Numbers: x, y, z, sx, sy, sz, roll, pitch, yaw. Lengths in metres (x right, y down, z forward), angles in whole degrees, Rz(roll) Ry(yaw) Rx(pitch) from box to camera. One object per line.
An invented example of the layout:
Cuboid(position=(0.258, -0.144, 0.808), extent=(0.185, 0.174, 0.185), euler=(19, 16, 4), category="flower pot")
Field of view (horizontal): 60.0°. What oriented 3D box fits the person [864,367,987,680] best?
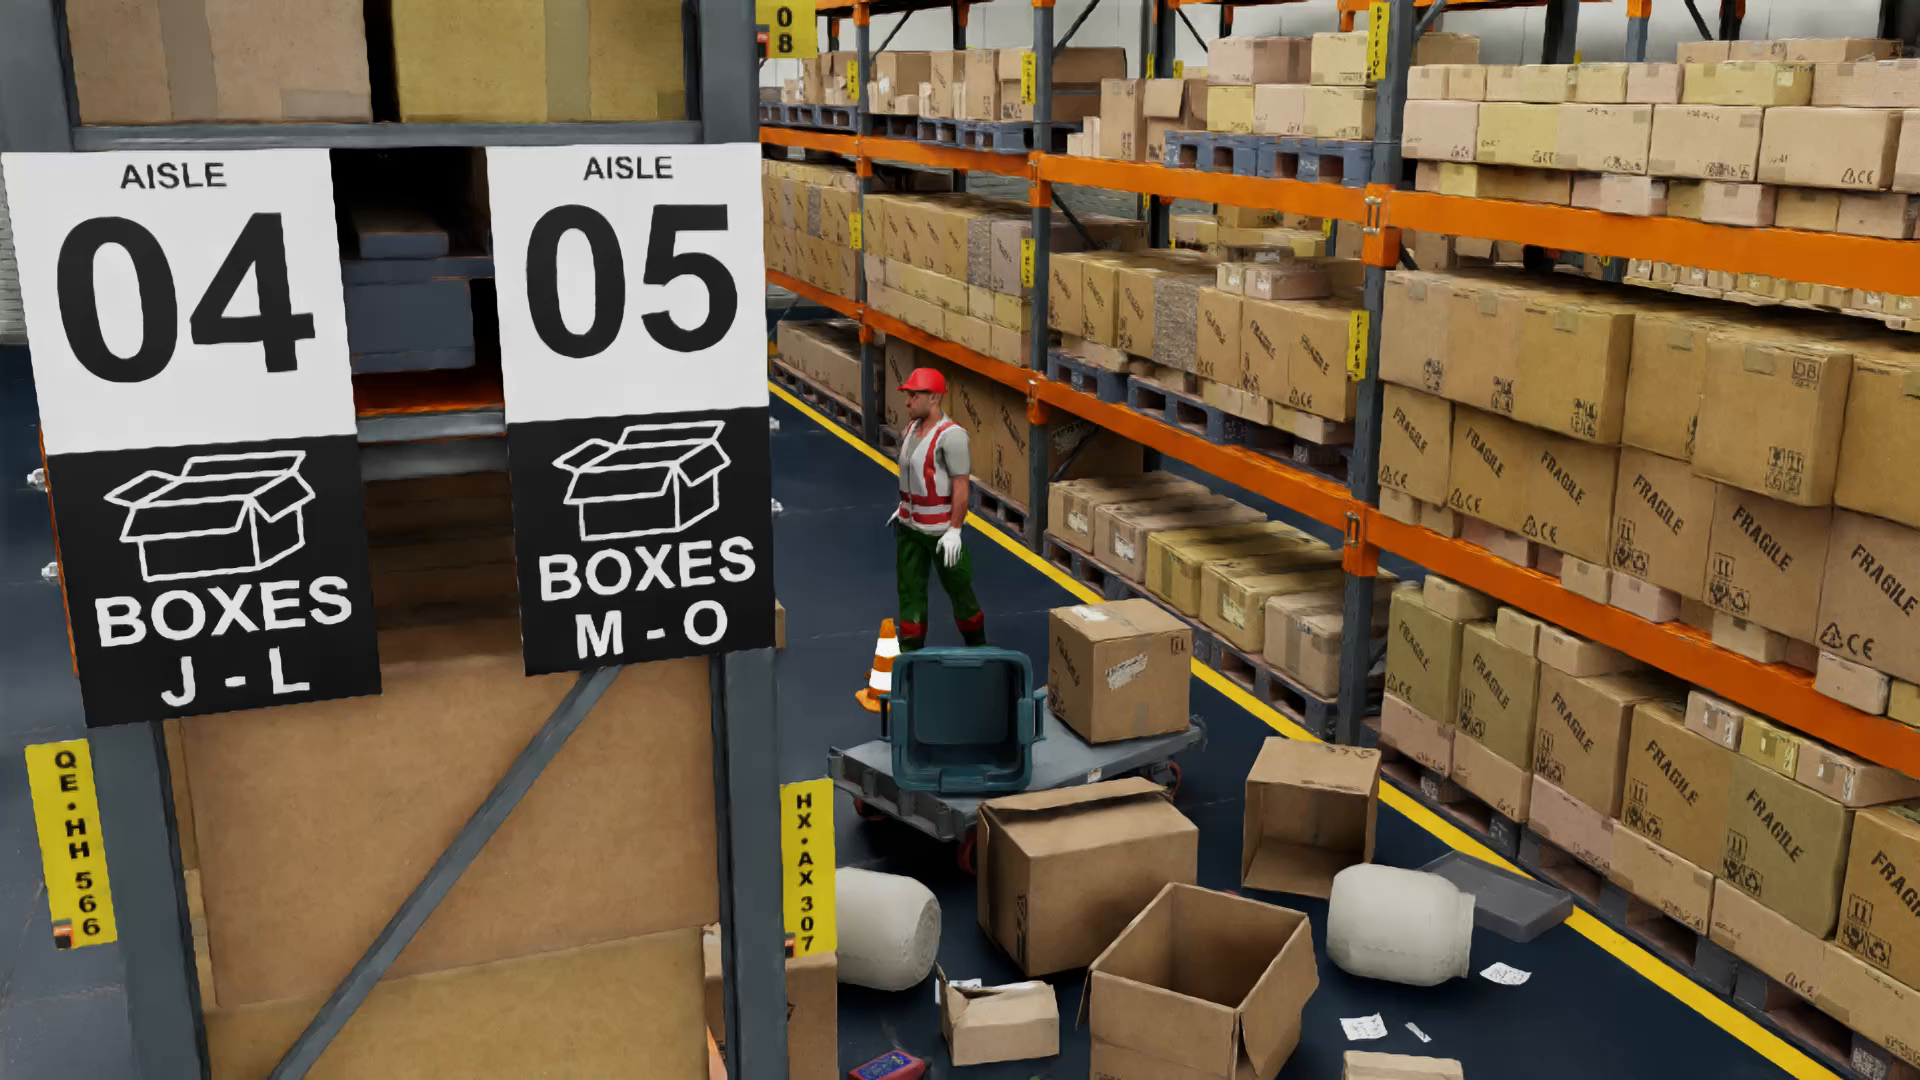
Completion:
Cuboid(position=(-0.197, -0.079, 9.268), extent=(0.680, 1.783, 0.741), euler=(-13, 20, -40), category="person")
